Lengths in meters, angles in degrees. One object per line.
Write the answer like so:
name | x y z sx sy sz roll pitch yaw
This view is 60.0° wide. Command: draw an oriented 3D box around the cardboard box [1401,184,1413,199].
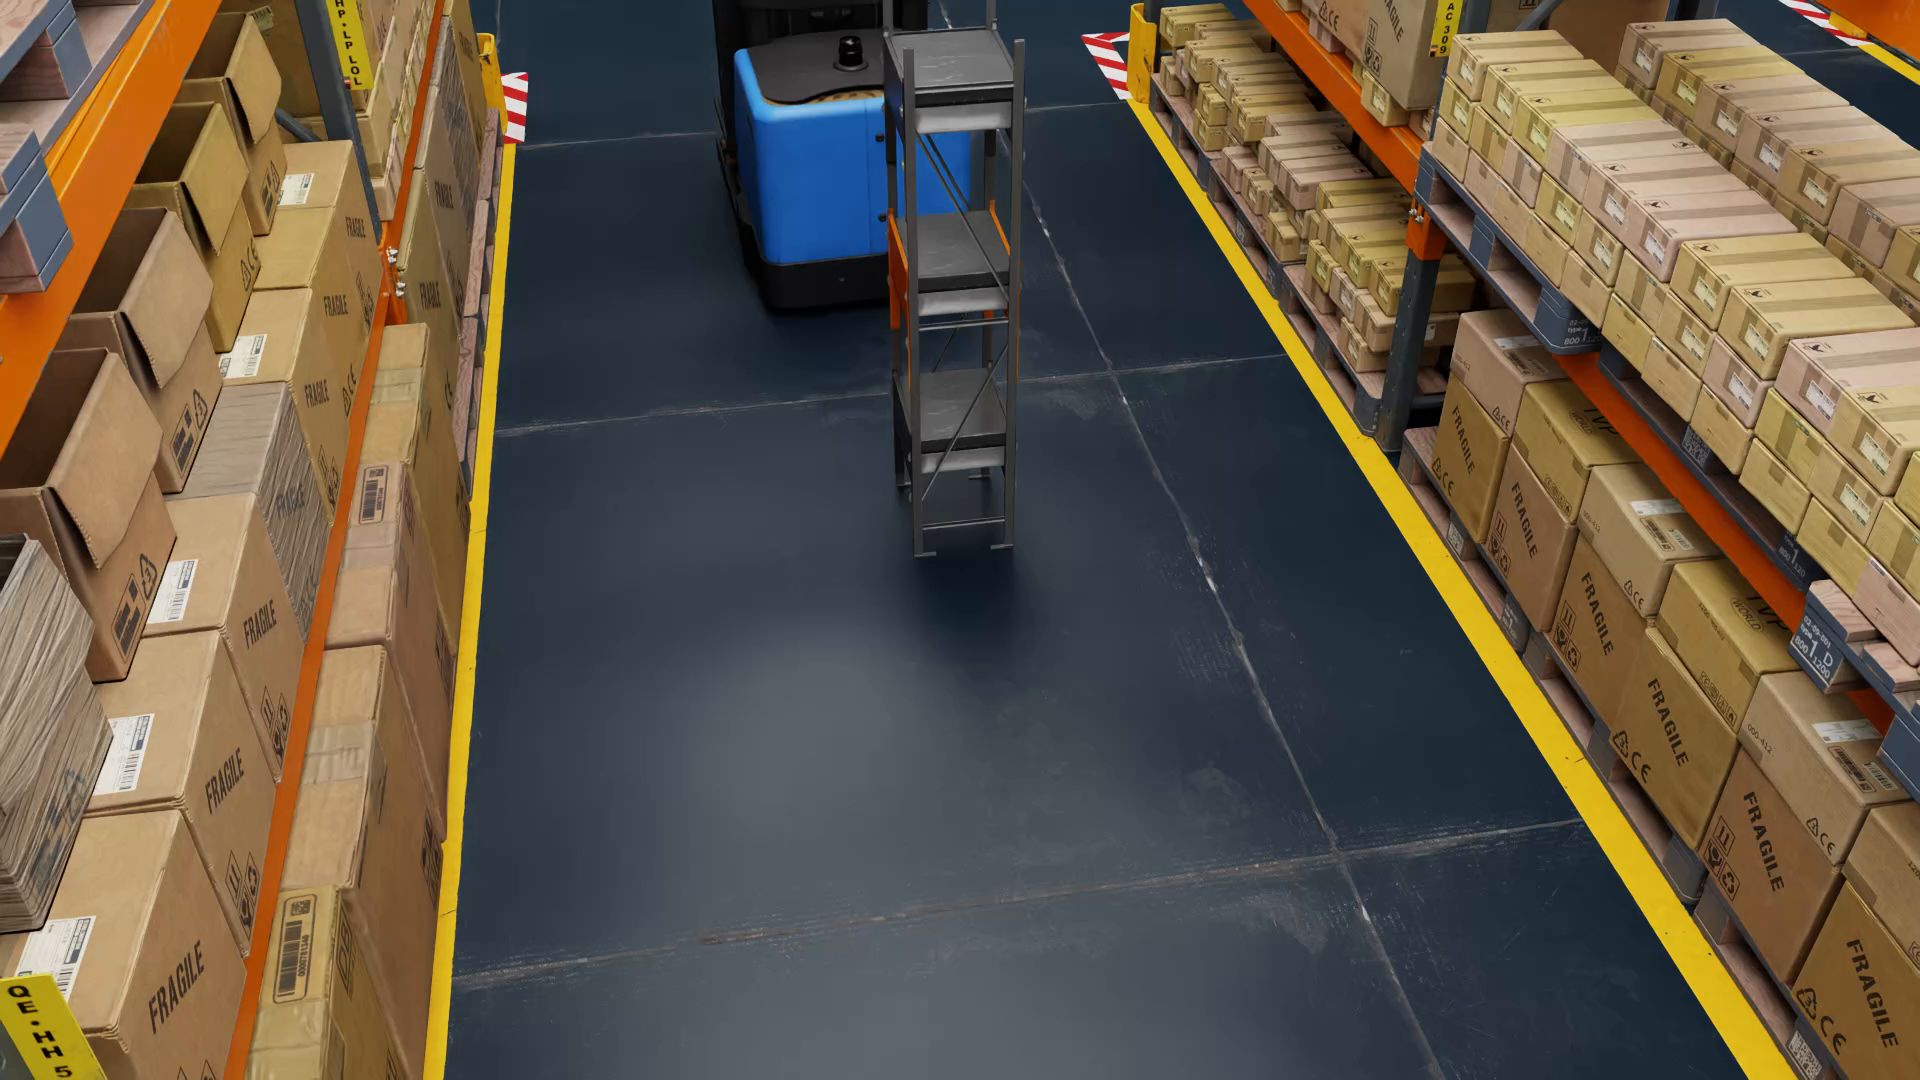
cardboard box | 2.315 -1.628 7.897 0.380 0.149 0.250 -7 38 -9

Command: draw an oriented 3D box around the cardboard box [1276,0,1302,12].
cardboard box | 1.697 -2.632 7.898 0.380 0.149 0.250 -6 38 -7

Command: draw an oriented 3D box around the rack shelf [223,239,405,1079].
rack shelf | -2.227 0.317 4.484 1.077 0.370 4.000 -6 38 -8

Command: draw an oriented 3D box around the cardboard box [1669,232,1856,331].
cardboard box | 2.217 -0.719 4.607 0.380 0.149 0.250 -5 38 -7

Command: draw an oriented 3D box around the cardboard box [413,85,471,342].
cardboard box | -2.773 -1.453 7.565 0.875 0.875 0.875 -6 38 -8

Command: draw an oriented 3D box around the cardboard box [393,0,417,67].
cardboard box | -2.581 -2.159 6.963 0.500 0.250 0.500 -5 38 -7

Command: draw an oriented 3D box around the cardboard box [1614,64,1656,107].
cardboard box | 2.587 -1.613 6.001 0.380 0.149 0.250 -5 38 -7

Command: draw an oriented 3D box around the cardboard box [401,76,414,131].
cardboard box | -2.443 -1.767 6.784 0.380 0.149 0.250 -7 38 -9

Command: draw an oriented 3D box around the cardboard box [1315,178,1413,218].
cardboard box | 1.901 -1.574 7.828 0.380 0.149 0.250 -5 38 -6

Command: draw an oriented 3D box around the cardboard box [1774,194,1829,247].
cardboard box | 2.772 -0.982 5.188 0.380 0.149 0.250 -8 39 -10

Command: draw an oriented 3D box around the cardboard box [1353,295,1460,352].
cardboard box | 1.955 -0.961 7.281 0.380 0.149 0.250 -6 38 -7

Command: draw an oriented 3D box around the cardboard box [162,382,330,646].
cardboard box | -1.966 -0.044 4.280 0.500 0.500 0.500 -6 38 -8

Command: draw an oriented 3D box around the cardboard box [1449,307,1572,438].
cardboard box | 2.192 -0.648 6.223 0.500 0.250 0.500 -8 39 -10

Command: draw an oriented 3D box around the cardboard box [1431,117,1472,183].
cardboard box | 1.939 -1.427 6.004 0.380 0.149 0.250 -8 39 -10

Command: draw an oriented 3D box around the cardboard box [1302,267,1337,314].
cardboard box | 1.846 -1.207 7.840 0.380 0.149 0.250 -7 38 -9

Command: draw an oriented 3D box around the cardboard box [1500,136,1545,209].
cardboard box | 2.032 -1.232 5.511 0.380 0.149 0.250 -5 38 -7

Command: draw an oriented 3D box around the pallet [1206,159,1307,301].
pallet | 1.953 -1.687 8.749 1.003 0.211 1.213 -6 38 -8

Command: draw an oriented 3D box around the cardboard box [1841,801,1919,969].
cardboard box | 2.646 0.909 4.219 0.500 0.250 0.500 -7 38 -9

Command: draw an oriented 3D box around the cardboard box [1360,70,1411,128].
cardboard box | 1.890 -1.840 6.878 0.380 0.149 0.250 -7 38 -9

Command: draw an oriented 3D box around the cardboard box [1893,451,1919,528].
cardboard box | 2.399 -0.090 3.799 0.380 0.149 0.250 -5 38 -7

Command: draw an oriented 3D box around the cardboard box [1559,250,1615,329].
cardboard box | 2.121 -0.803 5.201 0.380 0.149 0.250 -8 39 -10

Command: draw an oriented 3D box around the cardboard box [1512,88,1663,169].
cardboard box | 2.036 -1.339 5.406 0.380 0.149 0.250 -6 38 -8

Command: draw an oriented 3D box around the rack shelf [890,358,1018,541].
rack shelf | -0.029 -0.366 6.672 0.431 0.518 0.480 -6 38 -8

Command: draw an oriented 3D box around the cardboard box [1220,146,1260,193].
cardboard box | 1.608 -1.984 8.841 0.380 0.149 0.250 -8 39 -10

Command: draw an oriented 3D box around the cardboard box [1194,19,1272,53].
cardboard box | 1.546 -2.832 9.447 0.380 0.149 0.250 -6 38 -7

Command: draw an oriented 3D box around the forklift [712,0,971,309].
forklift | -0.764 -3.163 8.484 1.129 2.867 3.031 -8 39 -10

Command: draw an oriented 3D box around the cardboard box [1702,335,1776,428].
cardboard box | 2.261 -0.444 4.497 0.380 0.149 0.250 -5 38 -7

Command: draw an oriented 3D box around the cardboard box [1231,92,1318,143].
cardboard box | 1.629 -2.193 8.624 0.380 0.149 0.250 -6 38 -7

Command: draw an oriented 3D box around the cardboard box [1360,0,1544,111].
cardboard box | 1.960 -2.066 6.641 0.500 0.500 0.500 -6 38 -8

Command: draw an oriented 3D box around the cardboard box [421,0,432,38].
cardboard box | -2.625 -2.389 7.585 0.380 0.149 0.250 -6 38 -7

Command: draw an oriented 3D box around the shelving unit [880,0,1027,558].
shelving unit | -0.029 -0.929 6.235 0.431 2.100 0.503 -6 38 -8

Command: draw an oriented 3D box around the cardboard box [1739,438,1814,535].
cardboard box | 2.309 -0.166 4.381 0.380 0.149 0.250 -8 39 -10

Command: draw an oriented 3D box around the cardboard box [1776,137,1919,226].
cardboard box | 2.763 -1.102 5.101 0.380 0.149 0.250 -7 38 -9

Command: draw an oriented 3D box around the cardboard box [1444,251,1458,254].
cardboard box | 2.363 -1.345 7.775 0.380 0.149 0.250 -6 38 -8

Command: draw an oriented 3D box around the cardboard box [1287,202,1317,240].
cardboard box | 1.819 -1.597 8.100 0.380 0.149 0.250 -5 38 -7

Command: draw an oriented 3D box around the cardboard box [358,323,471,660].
cardboard box | -2.446 -0.118 5.846 1.225 0.875 0.875 -6 38 -8

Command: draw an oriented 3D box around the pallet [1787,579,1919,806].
pallet | 2.794 0.425 3.914 1.213 0.211 1.003 -6 38 -8

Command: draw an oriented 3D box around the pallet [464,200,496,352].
pallet | -2.852 -1.280 8.226 1.003 0.211 1.213 -6 38 -8

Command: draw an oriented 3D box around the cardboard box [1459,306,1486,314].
cardboard box | 2.529 -1.103 7.706 0.380 0.149 0.250 -5 38 -7

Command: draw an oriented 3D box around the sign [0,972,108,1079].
sign | -1.344 0.751 2.460 0.100 0.325 0.005 -6 38 -8

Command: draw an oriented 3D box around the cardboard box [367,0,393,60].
cardboard box | -2.489 -2.145 6.334 0.500 0.500 0.500 -6 38 -8

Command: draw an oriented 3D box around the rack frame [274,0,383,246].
rack frame | -2.578 -1.175 5.818 1.000 3.000 0.127 -6 38 -8

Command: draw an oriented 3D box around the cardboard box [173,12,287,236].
cardboard box | -2.458 -1.226 4.984 0.797 0.503 0.637 -7 38 -9

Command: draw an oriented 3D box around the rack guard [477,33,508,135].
rack guard | -3.284 -2.619 9.713 1.175 0.500 0.348 -6 38 -8

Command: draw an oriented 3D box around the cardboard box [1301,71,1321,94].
cardboard box | 2.105 -2.582 9.125 0.380 0.149 0.250 -8 39 -10

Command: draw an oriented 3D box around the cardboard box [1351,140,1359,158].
cardboard box | 2.218 -2.151 8.813 0.380 0.149 0.250 -4 38 -6

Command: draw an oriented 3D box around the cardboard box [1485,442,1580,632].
cardboard box | 2.286 -0.032 6.042 0.500 0.500 0.500 -5 38 -6
